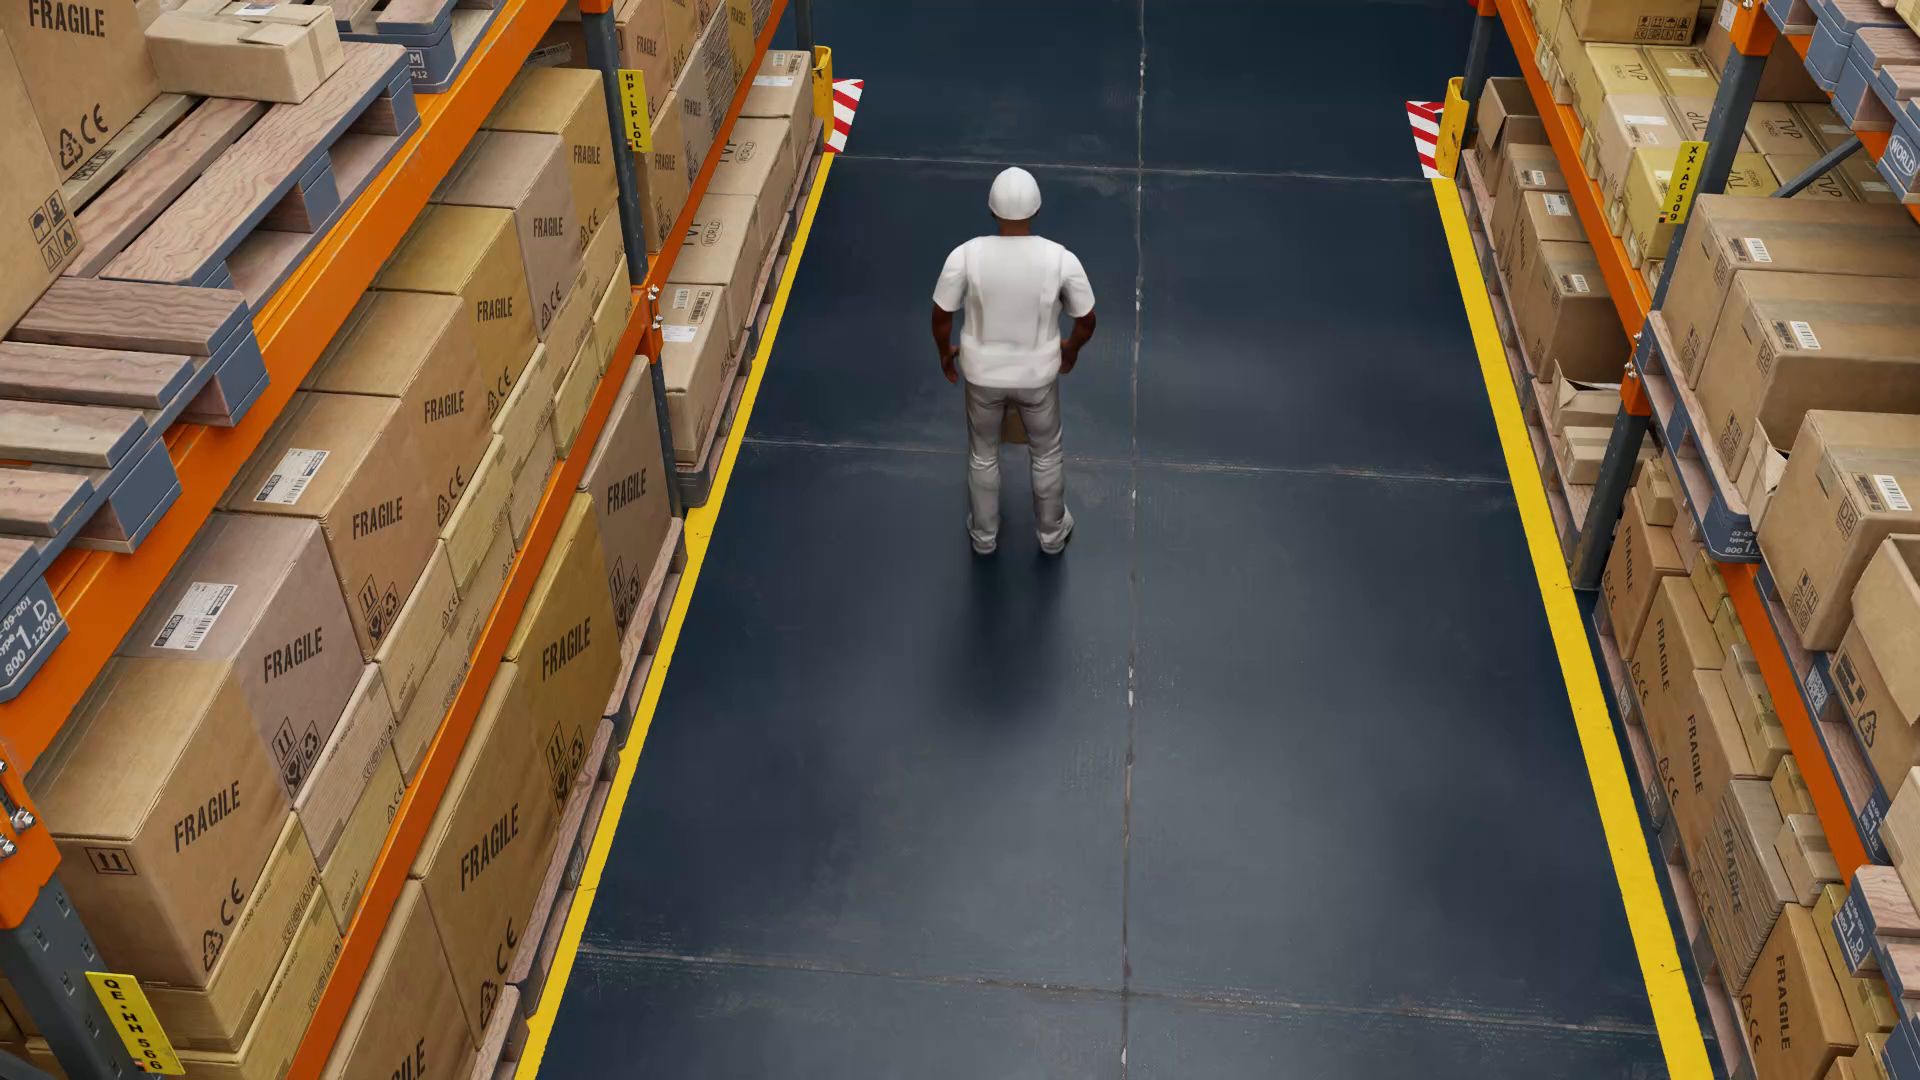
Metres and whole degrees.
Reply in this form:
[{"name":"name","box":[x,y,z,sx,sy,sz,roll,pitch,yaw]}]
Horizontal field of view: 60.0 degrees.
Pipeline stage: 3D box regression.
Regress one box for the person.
[{"name":"person","box":[0.227,-0.730,7.021,0.670,1.755,0.453,3,40,4]}]
